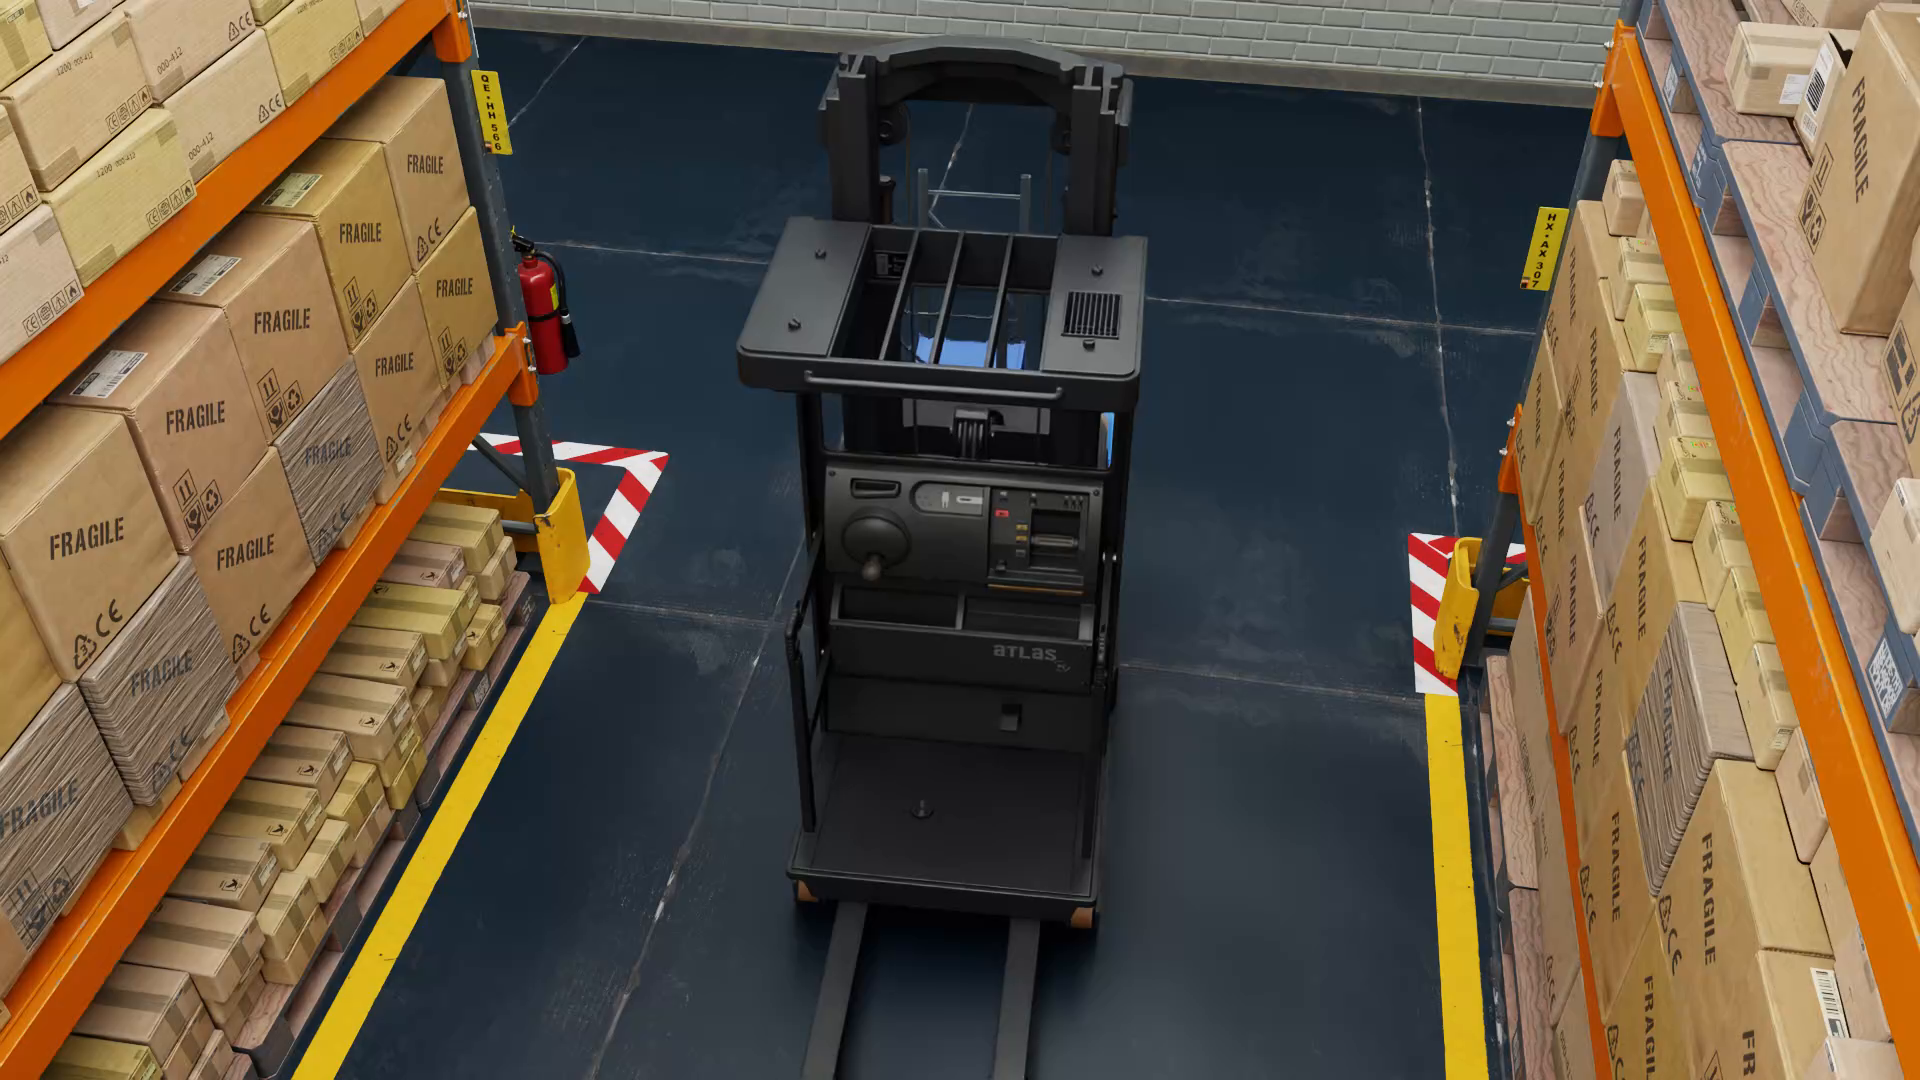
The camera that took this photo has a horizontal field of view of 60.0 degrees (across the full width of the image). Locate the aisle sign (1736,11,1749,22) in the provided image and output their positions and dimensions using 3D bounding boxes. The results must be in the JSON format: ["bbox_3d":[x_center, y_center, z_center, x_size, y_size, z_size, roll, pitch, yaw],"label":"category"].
[{"bbox_3d":[2.346,-1.681,5.389,0.394,0.787,0.004,6,40,8],"label":"aisle sign"}]

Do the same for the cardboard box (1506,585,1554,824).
[{"bbox_3d":[2.603,0.649,6.292,0.875,0.438,0.875,5,40,6],"label":"cardboard box"}]

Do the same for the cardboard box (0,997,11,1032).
[{"bbox_3d":[-2.623,1.211,4.128,0.380,0.149,0.250,7,40,9],"label":"cardboard box"}]

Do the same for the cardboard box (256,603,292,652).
[{"bbox_3d":[-2.391,0.216,5.332,0.380,0.149,0.250,7,40,8],"label":"cardboard box"}]

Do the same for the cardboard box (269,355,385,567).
[{"bbox_3d":[-2.270,-0.285,5.429,0.500,0.500,0.500,7,40,8],"label":"cardboard box"}]

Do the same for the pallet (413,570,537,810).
[{"bbox_3d":[-2.462,0.544,6.926,1.003,0.211,1.213,6,40,8],"label":"pallet"}]

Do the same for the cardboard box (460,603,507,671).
[{"bbox_3d":[-2.104,0.379,6.846,0.380,0.149,0.250,8,40,9],"label":"cardboard box"}]

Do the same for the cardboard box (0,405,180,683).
[{"bbox_3d":[-2.455,-0.008,4.310,0.500,0.500,0.500,7,40,8],"label":"cardboard box"}]

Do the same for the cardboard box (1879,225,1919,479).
[{"bbox_3d":[2.129,-0.338,2.961,0.797,0.503,0.637,9,40,11],"label":"cardboard box"}]

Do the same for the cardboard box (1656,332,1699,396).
[{"bbox_3d":[2.131,-0.423,4.535,0.380,0.149,0.250,7,40,8],"label":"cardboard box"}]

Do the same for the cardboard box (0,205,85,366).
[{"bbox_3d":[-2.439,-0.573,3.853,0.500,0.250,0.500,8,40,10],"label":"cardboard box"}]

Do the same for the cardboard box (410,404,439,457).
[{"bbox_3d":[-2.160,-0.441,6.126,0.380,0.149,0.250,6,40,7],"label":"cardboard box"}]

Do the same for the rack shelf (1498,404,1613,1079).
[{"bbox_3d":[2.273,0.931,4.835,1.077,0.370,4.000,6,40,8],"label":"rack shelf"}]

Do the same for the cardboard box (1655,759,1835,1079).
[{"bbox_3d":[1.832,0.841,3.516,0.500,0.500,0.500,6,40,7],"label":"cardboard box"}]

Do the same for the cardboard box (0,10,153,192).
[{"bbox_3d":[-2.380,-1.100,4.098,0.500,0.250,0.500,5,40,6],"label":"cardboard box"}]

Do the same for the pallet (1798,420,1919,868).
[{"bbox_3d":[2.079,0.274,2.780,1.003,0.211,1.213,6,40,8],"label":"pallet"}]

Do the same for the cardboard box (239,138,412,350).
[{"bbox_3d":[-2.196,-0.990,5.497,0.500,0.500,0.500,5,40,6],"label":"cardboard box"}]

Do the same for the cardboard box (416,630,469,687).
[{"bbox_3d":[-2.172,0.427,6.554,0.380,0.149,0.250,5,40,6],"label":"cardboard box"}]

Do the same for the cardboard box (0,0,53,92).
[{"bbox_3d":[-2.370,-1.159,3.857,0.380,0.149,0.250,5,40,6],"label":"cardboard box"}]

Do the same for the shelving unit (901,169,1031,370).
[{"bbox_3d":[0.003,-0.722,7.447,0.538,1.500,1.048,4,40,5],"label":"shelving unit"}]

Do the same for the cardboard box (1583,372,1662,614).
[{"bbox_3d":[2.092,-0.107,4.662,0.500,0.500,0.500,6,40,7],"label":"cardboard box"}]

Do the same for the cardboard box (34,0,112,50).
[{"bbox_3d":[-2.330,-1.324,4.056,0.380,0.149,0.250,5,40,6],"label":"cardboard box"}]

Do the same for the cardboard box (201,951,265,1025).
[{"bbox_3d":[-2.506,1.392,5.387,0.380,0.149,0.250,8,40,10],"label":"cardboard box"}]

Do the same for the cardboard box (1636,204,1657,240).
[{"bbox_3d":[2.310,-0.911,5.126,0.380,0.149,0.250,7,40,9],"label":"cardboard box"}]

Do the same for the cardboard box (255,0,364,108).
[{"bbox_3d":[-2.173,-1.547,5.030,0.500,0.250,0.500,6,40,8],"label":"cardboard box"}]

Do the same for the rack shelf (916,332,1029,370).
[{"bbox_3d":[0.003,-0.584,7.561,0.538,0.185,1.000,4,40,5],"label":"rack shelf"}]

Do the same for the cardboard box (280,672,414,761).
[{"bbox_3d":[-2.234,0.642,6.061,0.380,0.149,0.250,8,40,9],"label":"cardboard box"}]

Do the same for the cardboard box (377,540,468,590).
[{"bbox_3d":[-2.216,0.135,6.673,0.380,0.149,0.250,7,40,9],"label":"cardboard box"}]

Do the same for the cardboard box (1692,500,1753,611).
[{"bbox_3d":[1.978,0.055,3.957,0.380,0.149,0.250,6,40,8],"label":"cardboard box"}]

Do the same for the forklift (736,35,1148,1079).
[{"bbox_3d":[-0.015,0.043,5.398,1.130,2.935,3.031,4,40,5],"label":"forklift"}]

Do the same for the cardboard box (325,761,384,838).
[{"bbox_3d":[-2.312,0.912,5.967,0.380,0.149,0.250,8,40,10],"label":"cardboard box"}]

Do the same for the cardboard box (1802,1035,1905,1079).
[{"bbox_3d":[1.667,1.006,2.806,0.380,0.149,0.250,6,40,7],"label":"cardboard box"}]

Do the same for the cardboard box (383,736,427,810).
[{"bbox_3d":[-2.247,0.858,6.266,0.380,0.149,0.250,5,40,6],"label":"cardboard box"}]

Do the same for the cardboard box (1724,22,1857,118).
[{"bbox_3d":[2.204,-1.204,4.287,0.380,0.149,0.250,8,40,9],"label":"cardboard box"}]

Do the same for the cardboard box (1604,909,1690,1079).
[{"bbox_3d":[1.839,1.227,3.833,0.500,0.500,0.500,5,40,7],"label":"cardboard box"}]

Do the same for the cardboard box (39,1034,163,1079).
[{"bbox_3d":[-2.601,1.610,4.890,0.380,0.149,0.250,6,40,7],"label":"cardboard box"}]

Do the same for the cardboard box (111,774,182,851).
[{"bbox_3d":[-2.468,0.717,4.726,0.380,0.149,0.250,7,40,8],"label":"cardboard box"}]

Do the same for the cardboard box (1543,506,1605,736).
[{"bbox_3d":[2.087,0.267,4.994,0.500,0.500,0.500,6,40,7],"label":"cardboard box"}]

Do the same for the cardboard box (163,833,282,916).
[{"bbox_3d":[-2.488,1.113,5.491,0.380,0.149,0.250,5,40,6],"label":"cardboard box"}]

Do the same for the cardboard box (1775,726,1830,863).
[{"bbox_3d":[1.898,0.537,3.375,0.380,0.149,0.250,6,40,7],"label":"cardboard box"}]

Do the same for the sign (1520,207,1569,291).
[{"bbox_3d":[2.074,-1.031,5.901,0.100,0.325,0.005,6,40,8],"label":"sign"}]

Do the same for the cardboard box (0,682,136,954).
[{"bbox_3d":[-2.553,0.679,4.263,0.500,0.500,0.500,6,40,8],"label":"cardboard box"}]

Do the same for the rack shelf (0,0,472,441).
[{"bbox_3d":[-2.620,-0.708,4.462,1.077,0.370,4.000,6,40,8],"label":"rack shelf"}]

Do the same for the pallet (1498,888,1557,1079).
[{"bbox_3d":[2.344,1.747,5.472,1.003,0.211,1.213,6,40,8],"label":"pallet"}]

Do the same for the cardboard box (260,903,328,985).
[{"bbox_3d":[-2.402,1.351,5.669,0.380,0.149,0.250,5,40,6],"label":"cardboard box"}]
